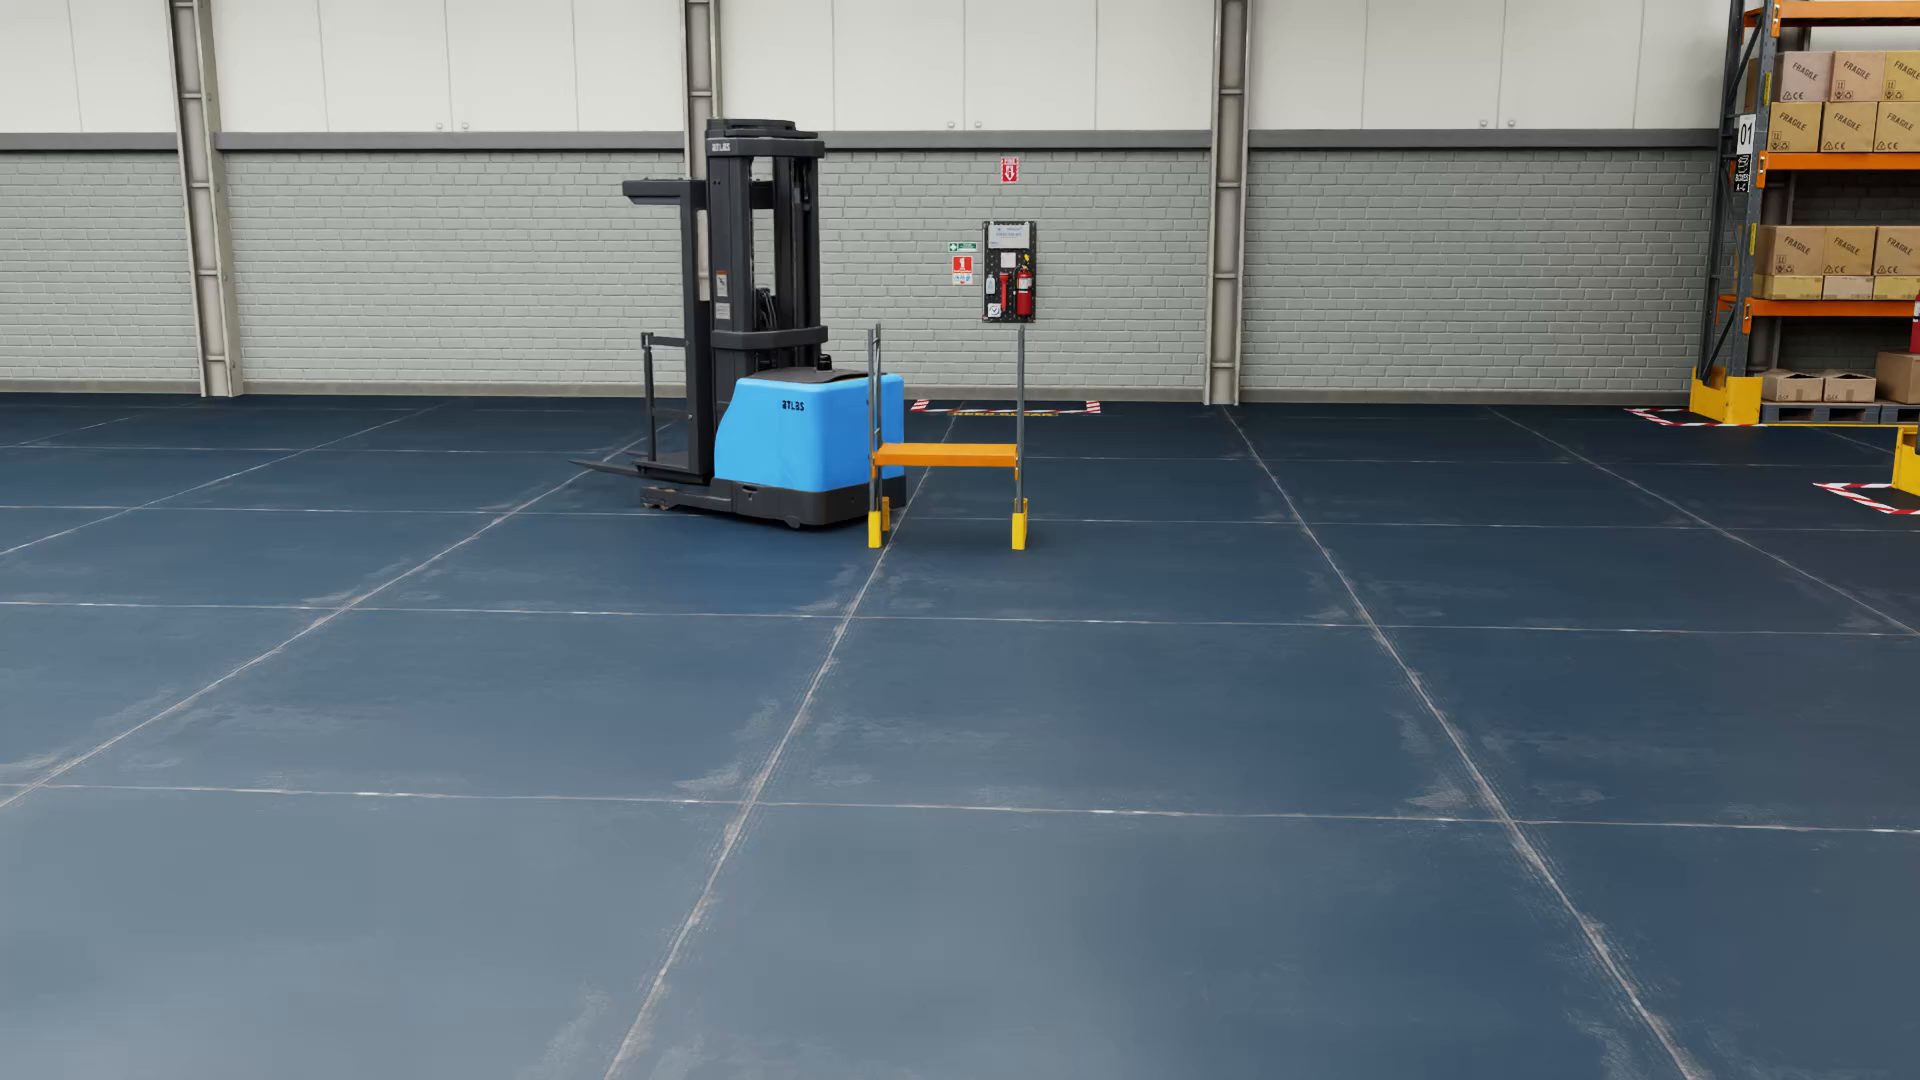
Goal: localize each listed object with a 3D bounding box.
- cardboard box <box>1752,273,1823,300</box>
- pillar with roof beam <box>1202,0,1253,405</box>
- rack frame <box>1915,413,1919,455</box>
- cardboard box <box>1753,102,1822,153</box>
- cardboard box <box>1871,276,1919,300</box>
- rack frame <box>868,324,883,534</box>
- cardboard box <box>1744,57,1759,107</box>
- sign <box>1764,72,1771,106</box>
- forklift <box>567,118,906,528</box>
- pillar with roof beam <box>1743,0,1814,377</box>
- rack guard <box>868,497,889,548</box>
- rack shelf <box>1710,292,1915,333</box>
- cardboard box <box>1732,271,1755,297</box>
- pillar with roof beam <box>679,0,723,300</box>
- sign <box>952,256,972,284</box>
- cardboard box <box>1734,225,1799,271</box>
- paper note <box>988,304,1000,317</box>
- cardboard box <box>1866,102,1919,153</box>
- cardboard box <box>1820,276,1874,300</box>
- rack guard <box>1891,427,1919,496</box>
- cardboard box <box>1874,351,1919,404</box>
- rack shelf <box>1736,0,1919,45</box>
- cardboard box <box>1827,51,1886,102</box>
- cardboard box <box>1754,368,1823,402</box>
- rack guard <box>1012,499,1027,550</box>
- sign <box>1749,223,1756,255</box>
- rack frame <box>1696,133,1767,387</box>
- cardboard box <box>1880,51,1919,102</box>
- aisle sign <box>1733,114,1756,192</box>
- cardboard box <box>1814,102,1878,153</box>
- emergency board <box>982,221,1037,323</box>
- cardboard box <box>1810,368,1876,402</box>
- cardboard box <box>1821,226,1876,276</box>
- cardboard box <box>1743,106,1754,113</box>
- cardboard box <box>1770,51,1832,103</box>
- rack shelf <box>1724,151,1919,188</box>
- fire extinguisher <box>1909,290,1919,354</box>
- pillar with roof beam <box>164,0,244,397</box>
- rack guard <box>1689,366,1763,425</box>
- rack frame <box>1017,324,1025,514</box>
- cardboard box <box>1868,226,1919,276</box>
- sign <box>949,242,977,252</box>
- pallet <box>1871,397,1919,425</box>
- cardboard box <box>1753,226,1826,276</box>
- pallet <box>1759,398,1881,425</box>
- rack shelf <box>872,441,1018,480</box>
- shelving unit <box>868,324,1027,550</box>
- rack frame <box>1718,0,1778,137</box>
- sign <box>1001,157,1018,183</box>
[{"bbox_3d":[8.732,-2.677,17.557,0.500,0.250,0.500,0,12,2],"label":"cardboard box"},{"bbox_3d":[2.749,-5.118,14.258,0.400,9.000,9.100,1,12,4],"label":"pillar with roof beam"},{"bbox_3d":[7.939,-1.800,13.047,0.127,3.000,1.000,1,12,4],"label":"rack frame"},{"bbox_3d":[8.584,-4.283,17.300,0.500,0.500,0.500,1,12,5],"label":"cardboard box"},{"bbox_3d":[9.759,-2.665,17.498,0.500,0.250,0.500,1,12,3],"label":"cardboard box"},{"bbox_3d":[-0.592,-0.742,11.653,0.032,1.500,0.500,1,12,4],"label":"rack frame"},{"bbox_3d":[8.714,-4.876,17.691,0.500,0.500,0.500,1,12,6],"label":"cardboard box"},{"bbox_3d":[8.231,-4.597,16.959,0.005,0.325,0.100,1,12,4],"label":"sign"},{"bbox_3d":[-1.880,-1.739,12.924,3.031,2.935,1.130,9,15,37],"label":"forklift"},{"bbox_3d":[8.735,-5.036,13.866,0.400,9.000,9.100,1,12,4],"label":"pillar with roof beam"},{"bbox_3d":[-0.573,-0.130,11.780,0.087,0.250,0.587,1,12,4],"label":"rack guard"},{"bbox_3d":[10.262,-2.433,17.828,4.000,0.370,1.077,1,12,4],"label":"rack shelf"},{"bbox_3d":[8.746,-2.782,18.058,0.500,0.250,0.500,1,12,5],"label":"cardboard box"},{"bbox_3d":[-3.238,-5.200,14.651,0.400,9.000,9.100,1,12,4],"label":"pillar with roof beam"},{"bbox_3d":[0.028,-3.149,19.409,0.234,0.329,0.001,1,12,4],"label":"sign"},{"bbox_3d":[8.751,-3.153,17.999,0.500,0.500,0.500,1,12,3],"label":"cardboard box"},{"bbox_3d":[0.401,-2.688,19.445,0.142,0.148,0.016,1,12,4],"label":"paper note"},{"bbox_3d":[9.636,-4.262,17.200,0.500,0.500,0.500,1,12,6],"label":"cardboard box"},{"bbox_3d":[9.252,-2.673,17.537,0.500,0.250,0.500,0,12,2],"label":"cardboard box"},{"bbox_3d":[7.916,-0.577,13.305,0.348,0.500,1.175,1,12,4],"label":"rack guard"},{"bbox_3d":[10.249,-1.748,17.829,0.500,0.500,0.700,0,12,0],"label":"cardboard box"},{"bbox_3d":[10.262,-5.367,17.214,4.000,0.370,1.077,1,12,4],"label":"rack shelf"},{"bbox_3d":[9.132,-4.756,17.119,0.500,0.500,0.500,1,12,3],"label":"cardboard box"},{"bbox_3d":[8.951,-1.684,17.983,0.500,0.311,0.500,-1,12,-3],"label":"cardboard box"},{"bbox_3d":[0.421,-0.117,11.715,0.087,0.250,0.587,1,12,4],"label":"rack guard"},{"bbox_3d":[8.231,-3.125,17.267,0.005,0.325,0.100,1,12,4],"label":"sign"},{"bbox_3d":[8.267,-2.812,17.886,0.127,3.000,1.000,1,12,4],"label":"rack frame"},{"bbox_3d":[9.644,-4.752,17.097,0.500,0.500,0.500,1,12,5],"label":"cardboard box"},{"bbox_3d":[8.175,-4.024,17.331,0.004,0.787,0.394,1,12,4],"label":"aisle sign"},{"bbox_3d":[9.117,-4.269,17.230,0.500,0.500,0.500,2,12,8],"label":"cardboard box"},{"bbox_3d":[0.573,-3.103,19.276,0.643,1.169,0.194,1,12,4],"label":"emergency board"},{"bbox_3d":[9.520,-1.676,17.945,0.500,0.311,0.500,2,12,8],"label":"cardboard box"},{"bbox_3d":[9.216,-3.039,17.455,0.500,0.500,0.500,1,12,4],"label":"cardboard box"},{"bbox_3d":[8.700,-4.385,17.786,0.500,0.500,0.500,2,12,8],"label":"cardboard box"},{"bbox_3d":[8.635,-4.774,17.201,0.500,0.500,0.500,0,12,0],"label":"cardboard box"},{"bbox_3d":[10.262,-3.901,17.521,4.000,0.370,1.077,1,12,4],"label":"rack shelf"},{"bbox_3d":[7.853,-1.859,13.517,0.183,0.674,0.296,1,12,4],"label":"fire extinguisher"},{"bbox_3d":[-9.224,-5.283,15.043,0.400,9.000,9.100,1,12,4],"label":"pillar with roof beam"},{"bbox_3d":[8.343,-1.588,18.136,0.348,0.500,1.175,1,12,4],"label":"rack guard"},{"bbox_3d":[0.422,-0.728,11.587,0.032,1.500,0.500,1,12,4],"label":"rack frame"},{"bbox_3d":[9.731,-3.030,17.415,0.500,0.500,0.500,0,12,2],"label":"cardboard box"},{"bbox_3d":[0.032,-3.407,19.346,0.331,0.109,0.001,1,12,4],"label":"sign"},{"bbox_3d":[10.365,-1.411,17.996,1.213,0.211,1.003,1,12,4],"label":"pallet"},{"bbox_3d":[8.723,-3.048,17.497,0.500,0.500,0.500,1,12,4],"label":"cardboard box"},{"bbox_3d":[9.151,-1.428,18.078,1.213,0.211,1.003,1,12,4],"label":"pallet"},{"bbox_3d":[-0.085,-0.559,11.657,1.000,0.185,0.538,1,12,4],"label":"rack shelf"},{"bbox_3d":[-0.076,-0.735,11.619,1.083,1.500,0.587,1,12,4],"label":"shelving unit"},{"bbox_3d":[8.267,-5.749,17.271,0.127,3.000,1.000,1,12,4],"label":"rack frame"},{"bbox_3d":[0.572,-4.258,19.136,0.199,0.298,0.001,1,12,4],"label":"sign"}]
